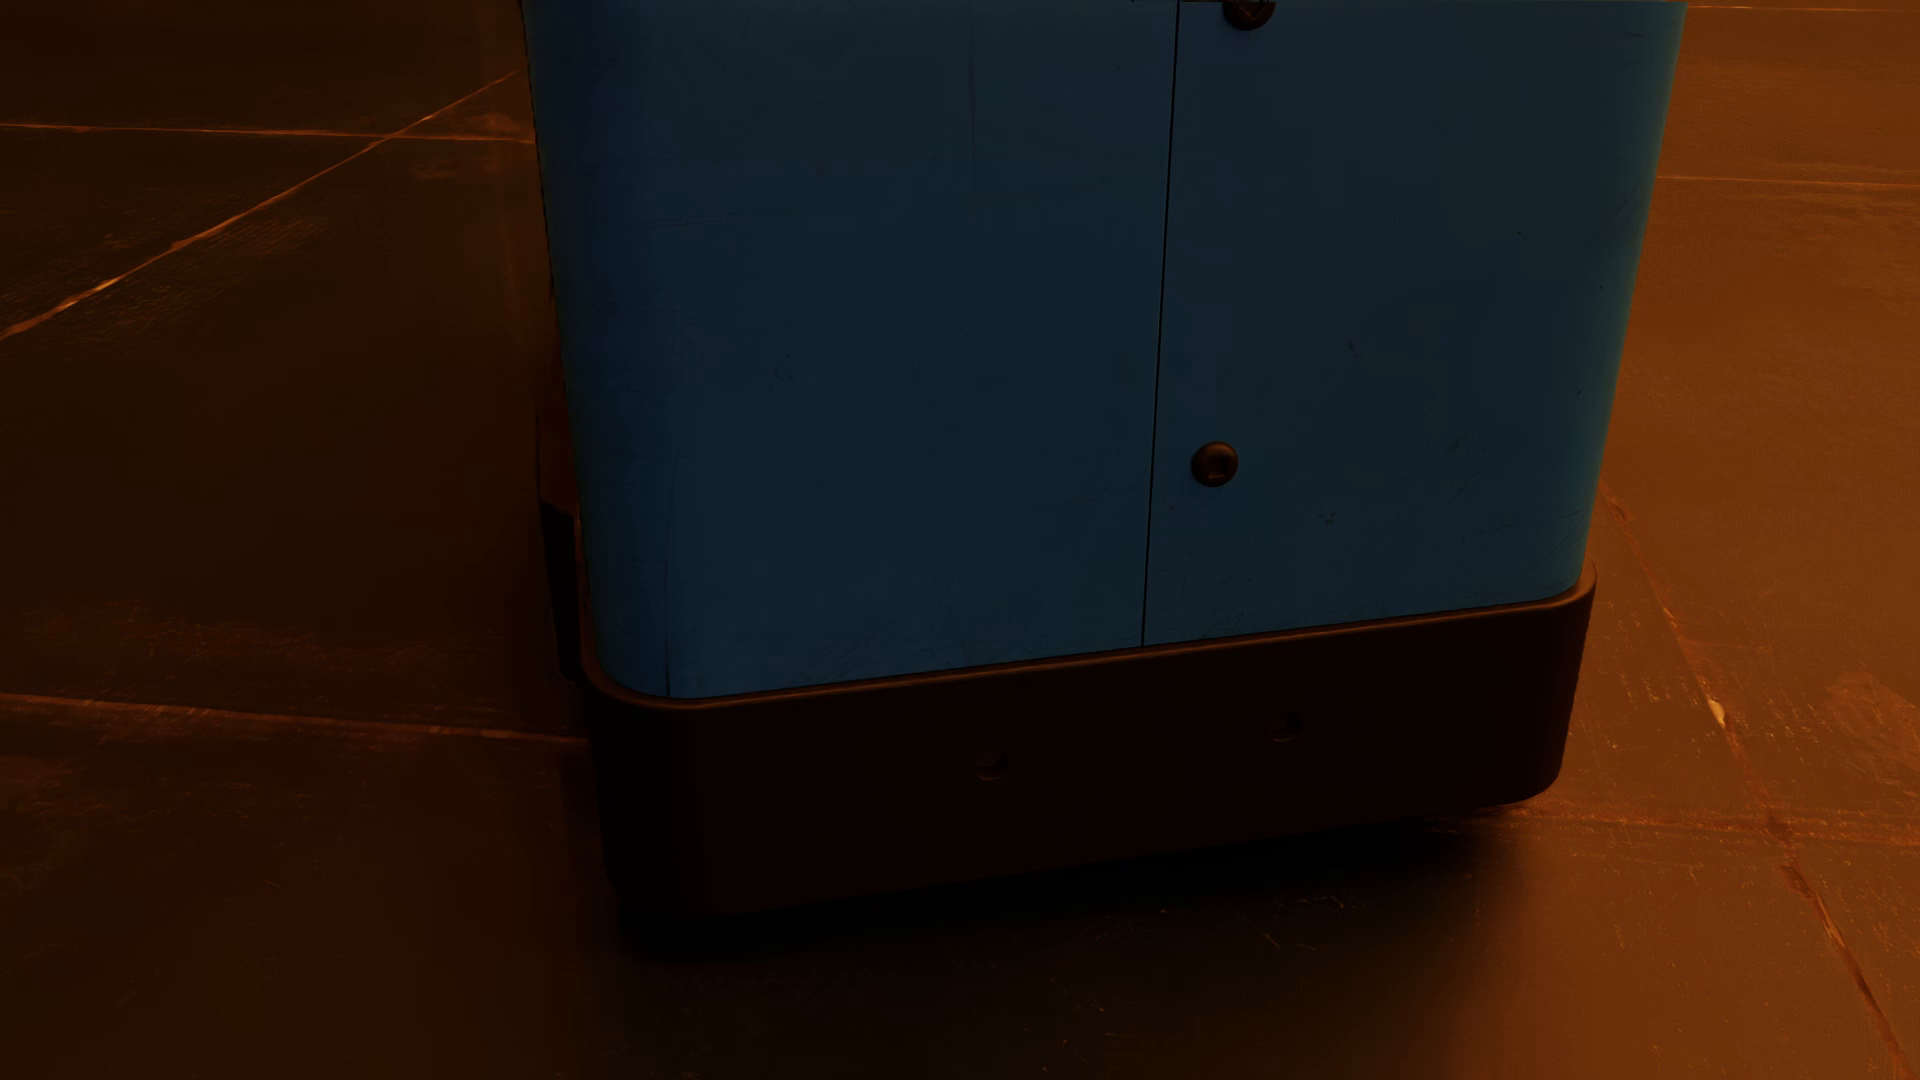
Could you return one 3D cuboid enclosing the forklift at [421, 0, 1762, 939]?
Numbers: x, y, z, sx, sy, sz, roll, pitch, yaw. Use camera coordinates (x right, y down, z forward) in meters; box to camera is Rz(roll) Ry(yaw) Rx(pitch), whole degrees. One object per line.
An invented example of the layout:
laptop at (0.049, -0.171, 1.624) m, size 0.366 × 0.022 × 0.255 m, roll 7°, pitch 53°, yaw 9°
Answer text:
forklift at (-0.288, -1.563, 2.350) m, size 1.130 × 2.935 × 3.031 m, roll -12°, pitch 29°, yaw -23°
